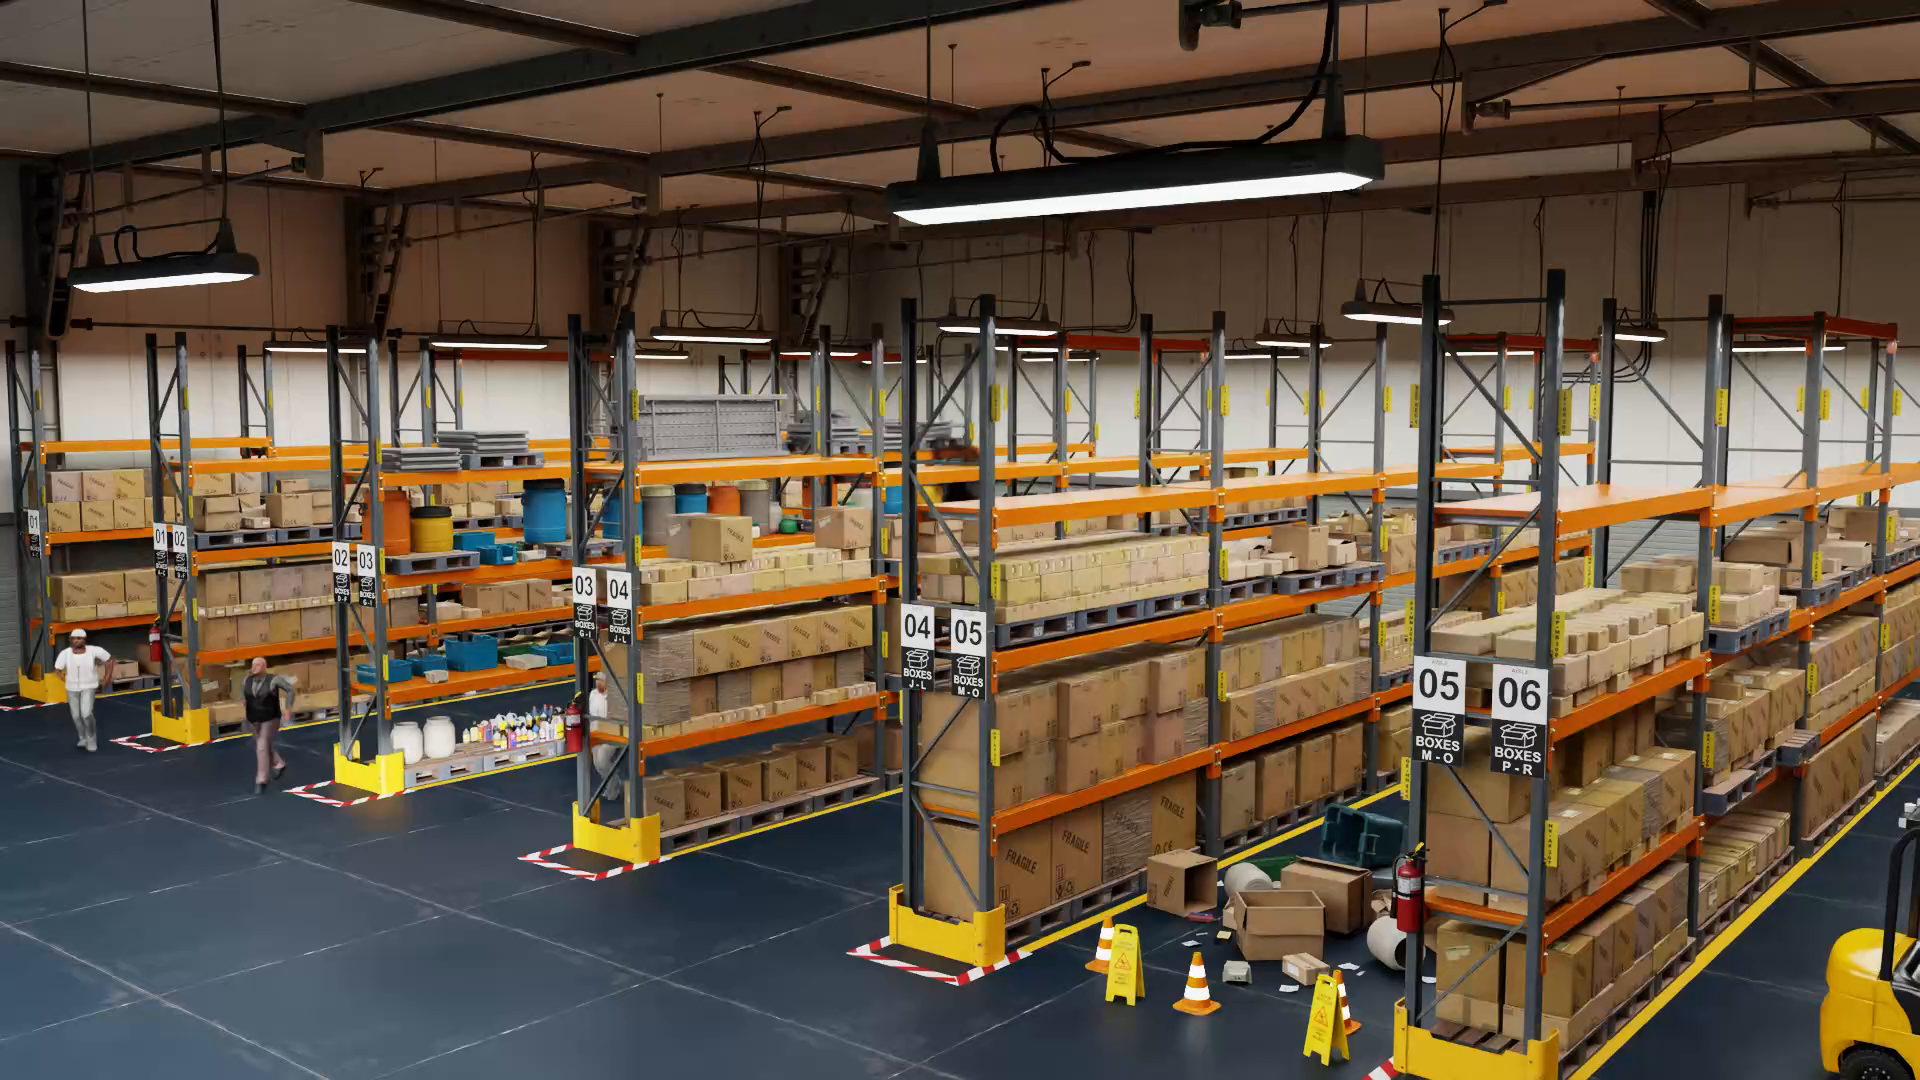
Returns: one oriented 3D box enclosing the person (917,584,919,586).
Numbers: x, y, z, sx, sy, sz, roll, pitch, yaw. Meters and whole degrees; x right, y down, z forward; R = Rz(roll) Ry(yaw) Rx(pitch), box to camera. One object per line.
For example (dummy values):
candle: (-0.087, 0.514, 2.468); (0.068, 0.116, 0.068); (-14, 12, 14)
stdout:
person: (-0.962, 1.210, 34.746); (0.637, 1.694, 0.804); (3, 6, 28)

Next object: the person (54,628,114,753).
person: (-12.552, 2.166, 23.793); (0.733, 1.816, 0.719); (-1, 5, -13)

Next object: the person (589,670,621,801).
person: (-4.479, 2.463, 20.927); (0.579, 1.638, 0.643); (2, 5, 20)

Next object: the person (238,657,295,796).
person: (-9.025, 2.382, 21.594); (0.678, 1.757, 0.886); (1, 5, 12)
